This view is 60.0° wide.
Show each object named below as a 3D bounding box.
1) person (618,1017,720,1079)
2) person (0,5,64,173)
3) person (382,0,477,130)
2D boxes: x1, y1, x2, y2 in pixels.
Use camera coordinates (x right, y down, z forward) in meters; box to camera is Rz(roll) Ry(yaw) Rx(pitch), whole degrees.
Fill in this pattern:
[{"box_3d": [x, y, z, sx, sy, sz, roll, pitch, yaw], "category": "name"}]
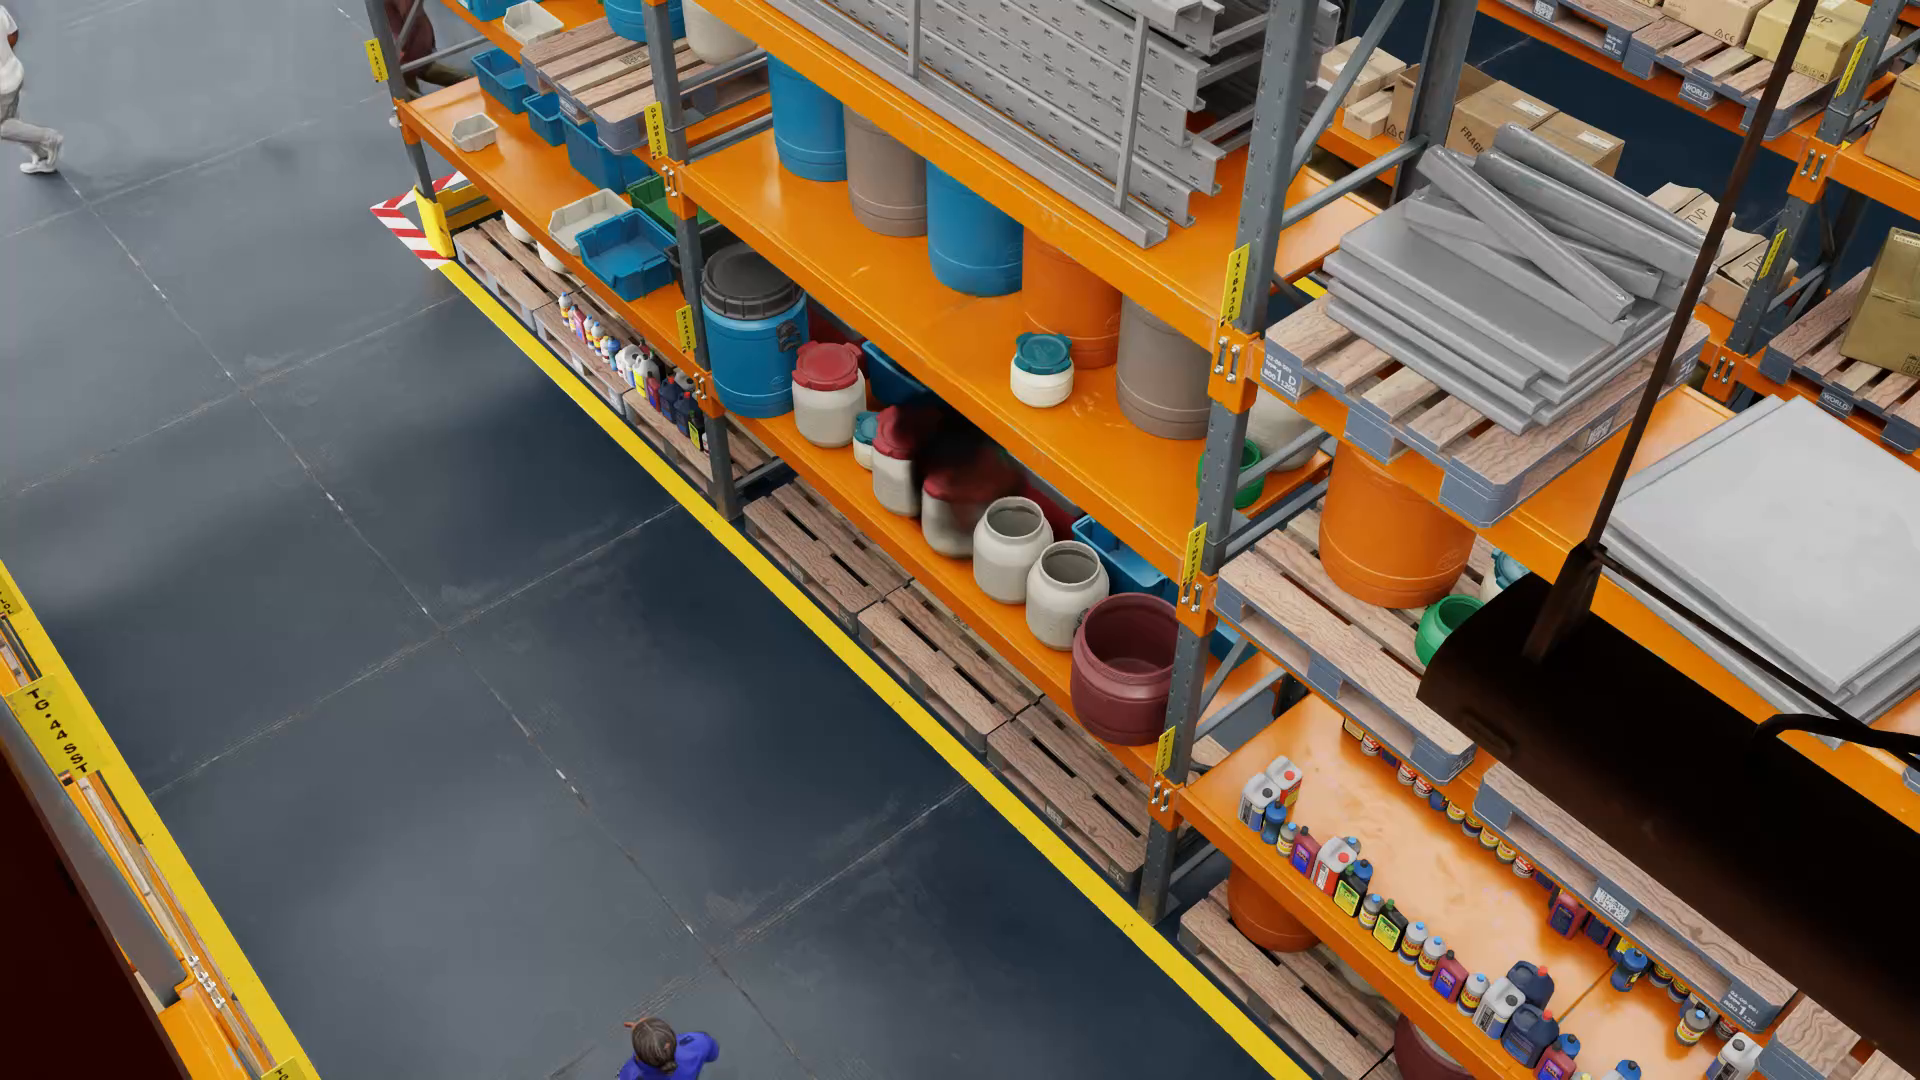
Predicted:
[{"box_3d": [-1.226, 2.477, 7.098, 0.577, 1.699, 0.880, -31, 54, -26], "category": "person"}, {"box_3d": [-7.648, -3.681, 13.295, 0.546, 1.729, 0.698, -3, 47, -3], "category": "person"}, {"box_3d": [-4.440, -4.116, 13.687, 0.889, 1.758, 0.769, -11, 47, -10], "category": "person"}]
